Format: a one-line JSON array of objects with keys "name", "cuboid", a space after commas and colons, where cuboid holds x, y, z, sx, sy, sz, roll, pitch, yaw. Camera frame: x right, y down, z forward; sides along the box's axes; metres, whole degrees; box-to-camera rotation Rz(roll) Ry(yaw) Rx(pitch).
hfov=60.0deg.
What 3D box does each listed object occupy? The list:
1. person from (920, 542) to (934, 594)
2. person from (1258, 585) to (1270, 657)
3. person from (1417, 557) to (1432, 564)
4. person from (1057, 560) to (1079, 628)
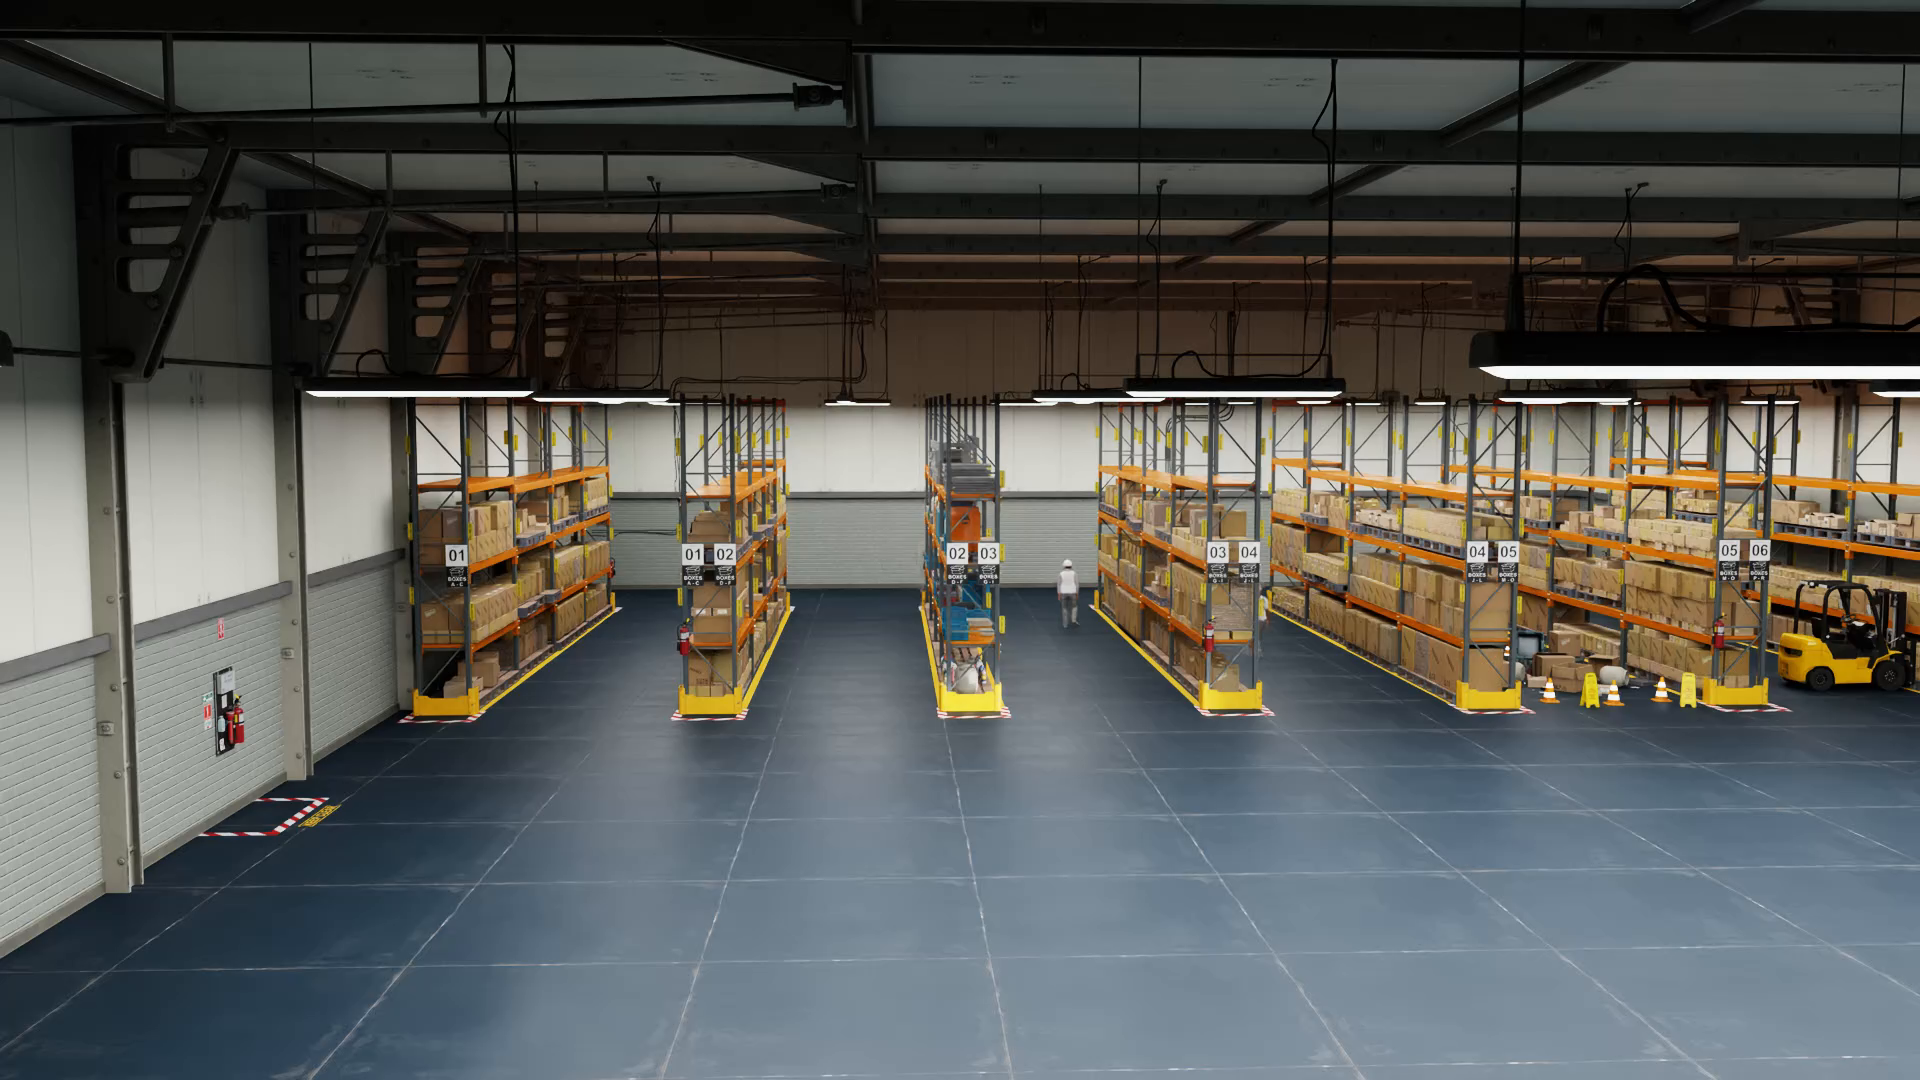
[{"name": "person", "cuboid": [-0.945, 0.950, 49.936, 0.453, 1.629, 0.574, 1, 5, 11]}, {"name": "person", "cuboid": [6.931, 1.845, 38.484, 0.418, 1.625, 1.047, -1, 5, -12]}, {"name": "person", "cuboid": [13.756, 0.956, 49.294, 1.075, 1.747, 0.504, 0, 5, -3]}, {"name": "person", "cuboid": [2.828, 1.406, 43.427, 0.586, 1.776, 0.531, 0, 5, 3]}]
